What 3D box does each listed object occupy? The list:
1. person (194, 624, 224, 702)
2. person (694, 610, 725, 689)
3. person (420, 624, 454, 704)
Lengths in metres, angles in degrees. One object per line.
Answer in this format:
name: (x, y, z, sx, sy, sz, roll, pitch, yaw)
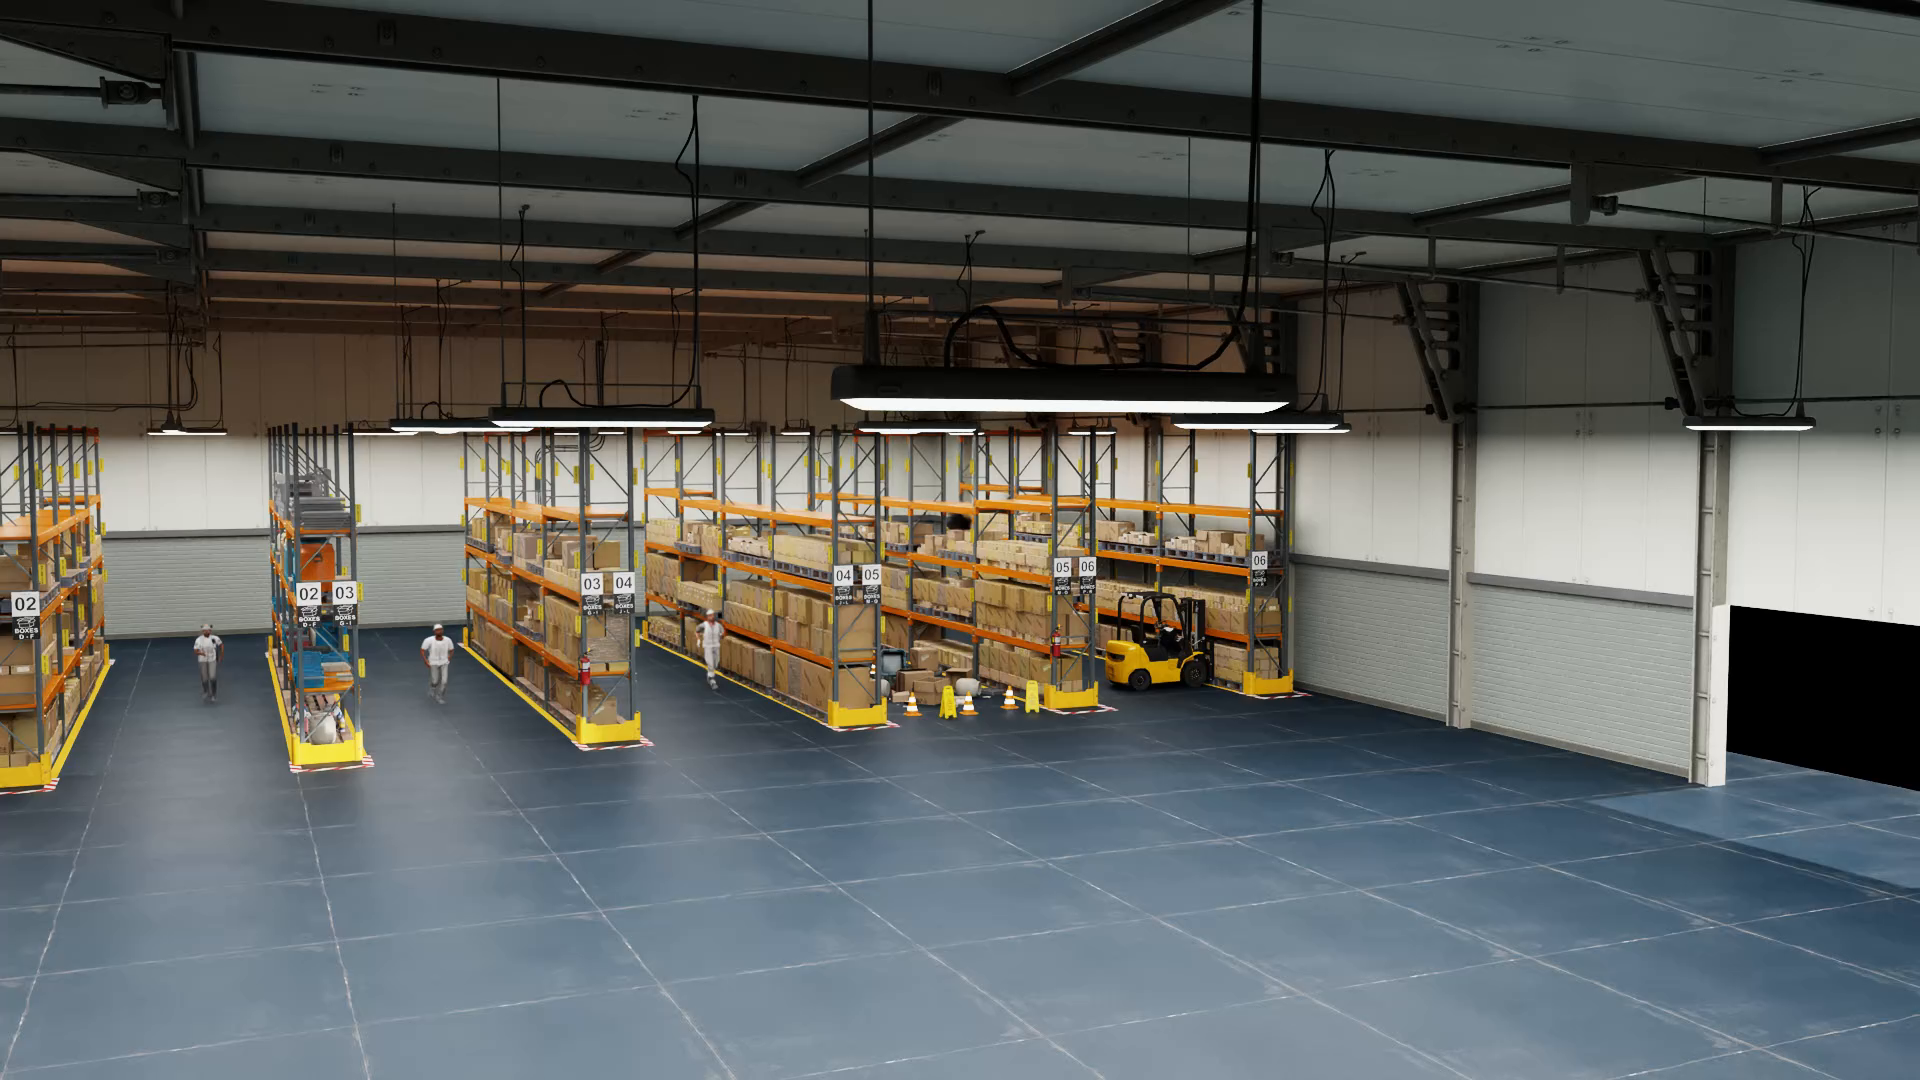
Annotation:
person: (-16.363, 2.685, 36.228, 0.589, 1.756, 0.723, -1, 4, -22)
person: (-5.689, 2.475, 38.024, 0.650, 1.773, 1.003, -2, 4, -29)
person: (-11.269, 2.674, 35.915, 0.703, 1.724, 0.610, -2, 4, -29)
